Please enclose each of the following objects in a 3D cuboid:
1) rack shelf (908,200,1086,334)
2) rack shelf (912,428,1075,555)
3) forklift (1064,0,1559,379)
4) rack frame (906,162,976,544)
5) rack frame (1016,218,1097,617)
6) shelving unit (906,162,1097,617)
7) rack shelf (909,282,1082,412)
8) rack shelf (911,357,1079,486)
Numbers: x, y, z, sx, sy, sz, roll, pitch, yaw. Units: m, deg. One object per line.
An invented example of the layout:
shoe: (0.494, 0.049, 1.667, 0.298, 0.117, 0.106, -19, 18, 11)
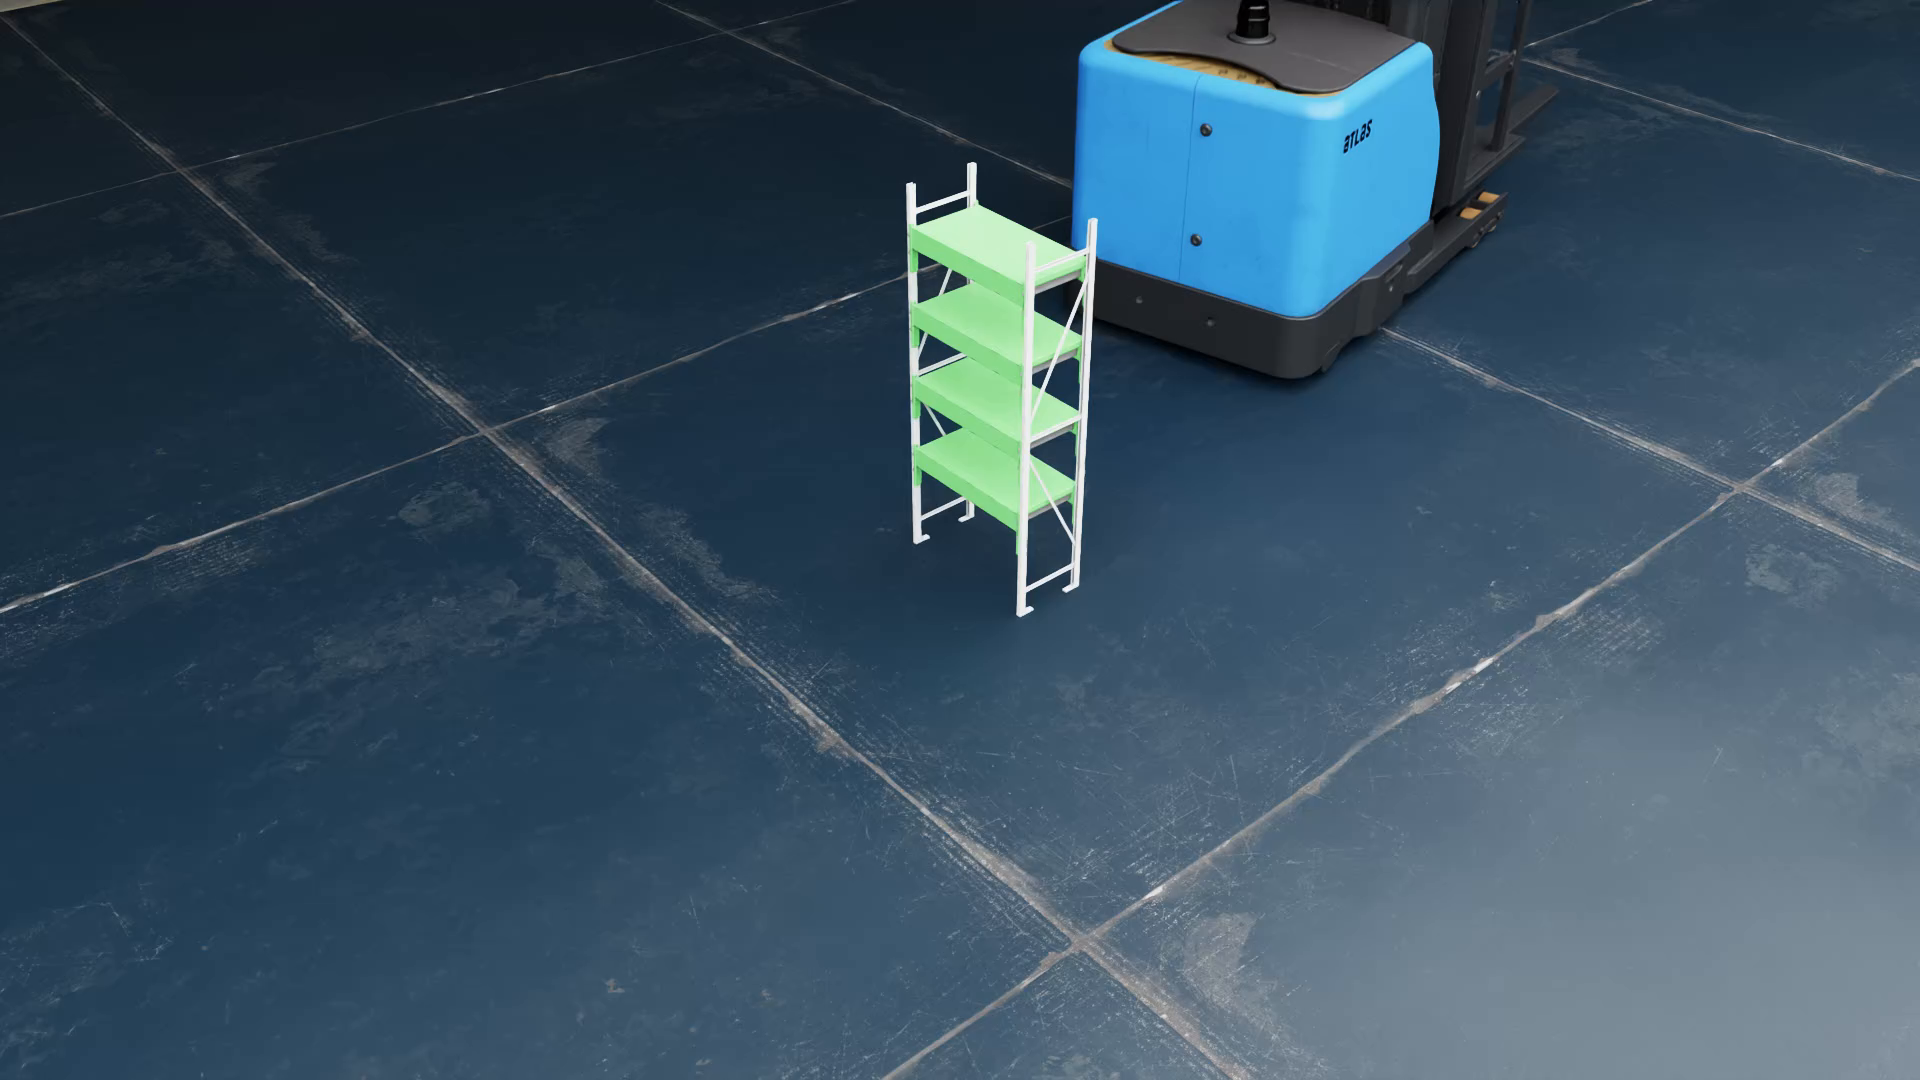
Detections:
rack shelf: (0.107, -0.756, 4.560, 0.258, 0.148, 0.480, -26, 43, -32)
rack shelf: (0.107, -0.169, 4.976, 0.258, 0.148, 0.480, -26, 43, -32)
forklift: (1.680, -2.572, 6.346, 1.130, 2.935, 3.031, 23, 41, 29)
rack frame: (-0.051, -0.524, 4.952, 0.240, 1.200, 0.015, -26, 43, -32)
rack frame: (0.264, -0.309, 4.648, 0.240, 1.200, 0.015, -26, 43, -32)
shelving unit: (0.107, -0.417, 4.800, 0.258, 1.200, 0.503, -26, 43, -32)
rack shelf: (0.107, -0.560, 4.698, 0.258, 0.148, 0.480, -26, 43, -32)
rack shelf: (0.107, -0.364, 4.837, 0.258, 0.148, 0.480, -26, 43, -32)
